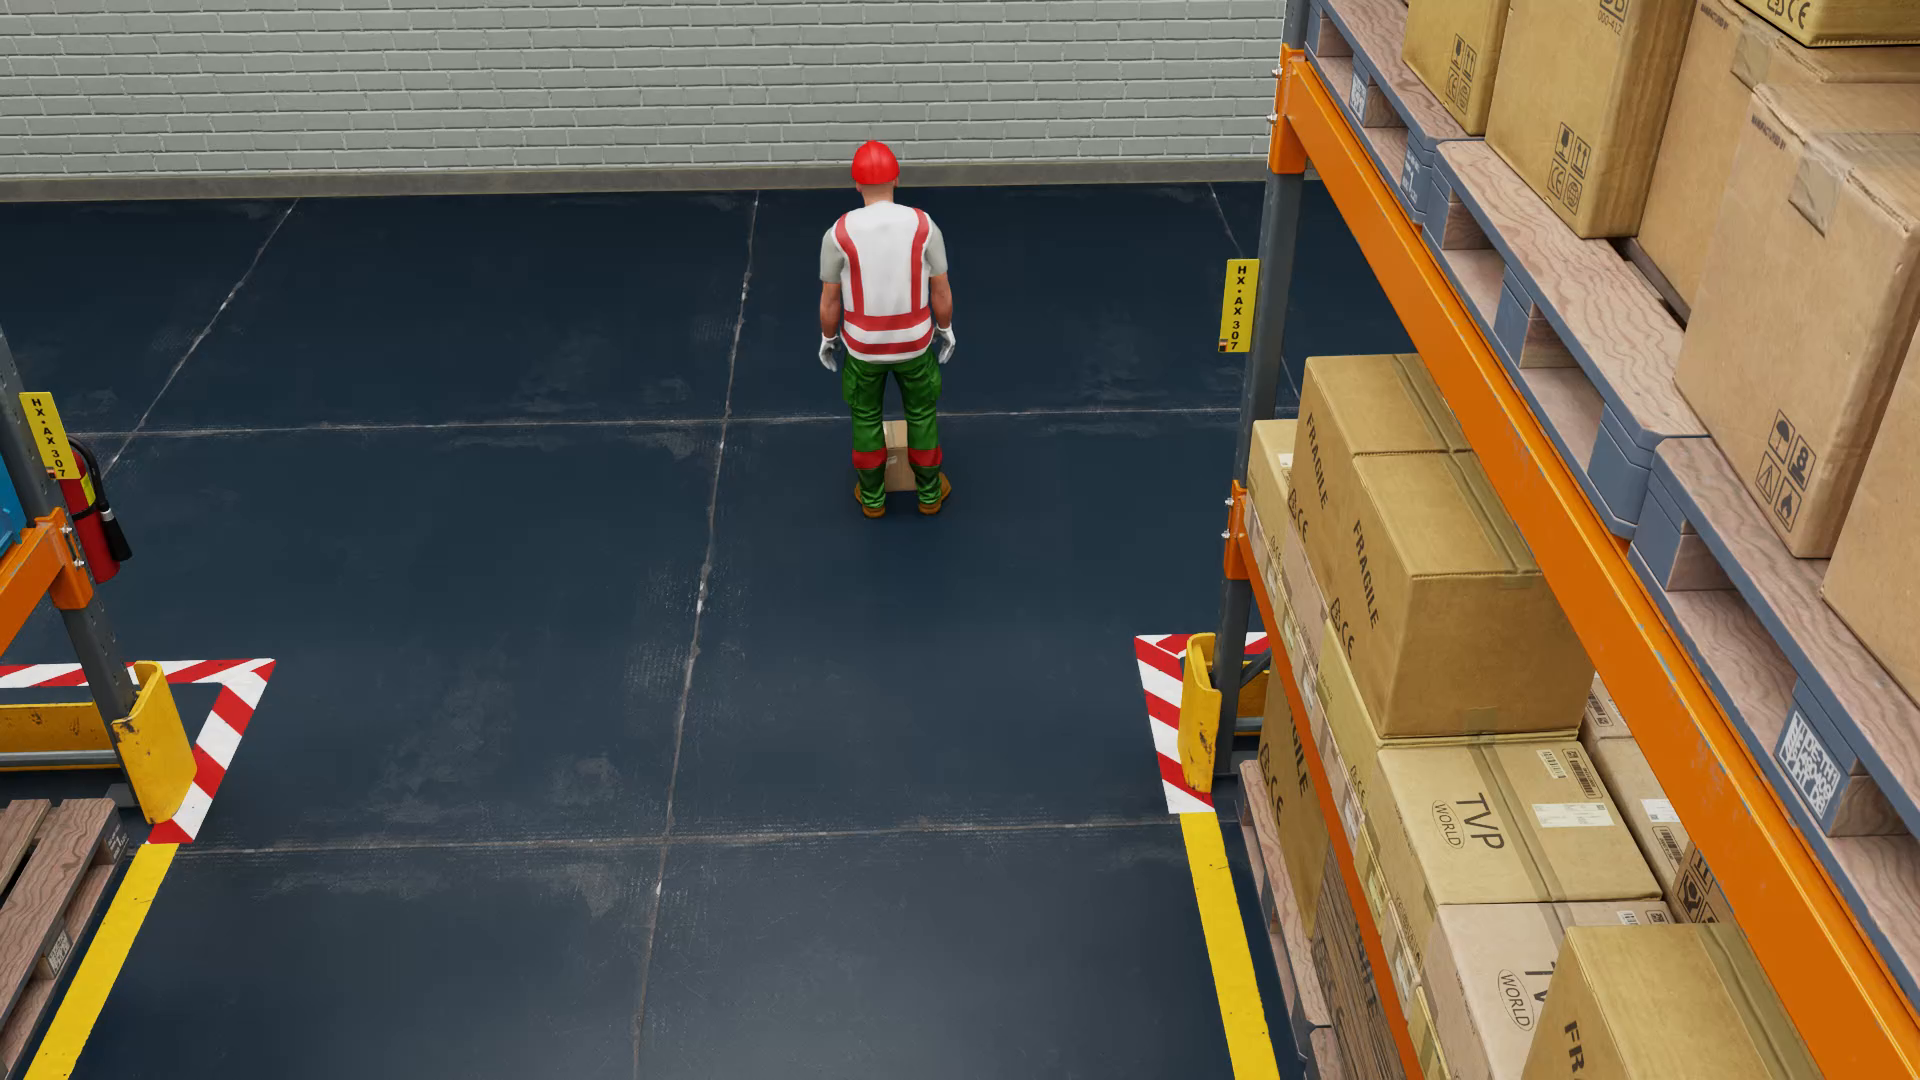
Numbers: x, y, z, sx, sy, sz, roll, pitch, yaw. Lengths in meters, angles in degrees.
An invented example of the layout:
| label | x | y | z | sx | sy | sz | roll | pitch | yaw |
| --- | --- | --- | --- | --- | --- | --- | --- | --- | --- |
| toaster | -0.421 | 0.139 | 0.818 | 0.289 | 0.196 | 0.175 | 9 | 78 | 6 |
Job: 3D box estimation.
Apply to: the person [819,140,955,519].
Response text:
| label | x | y | z | sx | sy | sz | roll | pitch | yaw |
| --- | --- | --- | --- | --- | --- | --- | --- | --- | --- |
| person | -0.325 | -0.902 | 7.425 | 0.615 | 1.778 | 0.453 | -4 | 35 | -5 |
